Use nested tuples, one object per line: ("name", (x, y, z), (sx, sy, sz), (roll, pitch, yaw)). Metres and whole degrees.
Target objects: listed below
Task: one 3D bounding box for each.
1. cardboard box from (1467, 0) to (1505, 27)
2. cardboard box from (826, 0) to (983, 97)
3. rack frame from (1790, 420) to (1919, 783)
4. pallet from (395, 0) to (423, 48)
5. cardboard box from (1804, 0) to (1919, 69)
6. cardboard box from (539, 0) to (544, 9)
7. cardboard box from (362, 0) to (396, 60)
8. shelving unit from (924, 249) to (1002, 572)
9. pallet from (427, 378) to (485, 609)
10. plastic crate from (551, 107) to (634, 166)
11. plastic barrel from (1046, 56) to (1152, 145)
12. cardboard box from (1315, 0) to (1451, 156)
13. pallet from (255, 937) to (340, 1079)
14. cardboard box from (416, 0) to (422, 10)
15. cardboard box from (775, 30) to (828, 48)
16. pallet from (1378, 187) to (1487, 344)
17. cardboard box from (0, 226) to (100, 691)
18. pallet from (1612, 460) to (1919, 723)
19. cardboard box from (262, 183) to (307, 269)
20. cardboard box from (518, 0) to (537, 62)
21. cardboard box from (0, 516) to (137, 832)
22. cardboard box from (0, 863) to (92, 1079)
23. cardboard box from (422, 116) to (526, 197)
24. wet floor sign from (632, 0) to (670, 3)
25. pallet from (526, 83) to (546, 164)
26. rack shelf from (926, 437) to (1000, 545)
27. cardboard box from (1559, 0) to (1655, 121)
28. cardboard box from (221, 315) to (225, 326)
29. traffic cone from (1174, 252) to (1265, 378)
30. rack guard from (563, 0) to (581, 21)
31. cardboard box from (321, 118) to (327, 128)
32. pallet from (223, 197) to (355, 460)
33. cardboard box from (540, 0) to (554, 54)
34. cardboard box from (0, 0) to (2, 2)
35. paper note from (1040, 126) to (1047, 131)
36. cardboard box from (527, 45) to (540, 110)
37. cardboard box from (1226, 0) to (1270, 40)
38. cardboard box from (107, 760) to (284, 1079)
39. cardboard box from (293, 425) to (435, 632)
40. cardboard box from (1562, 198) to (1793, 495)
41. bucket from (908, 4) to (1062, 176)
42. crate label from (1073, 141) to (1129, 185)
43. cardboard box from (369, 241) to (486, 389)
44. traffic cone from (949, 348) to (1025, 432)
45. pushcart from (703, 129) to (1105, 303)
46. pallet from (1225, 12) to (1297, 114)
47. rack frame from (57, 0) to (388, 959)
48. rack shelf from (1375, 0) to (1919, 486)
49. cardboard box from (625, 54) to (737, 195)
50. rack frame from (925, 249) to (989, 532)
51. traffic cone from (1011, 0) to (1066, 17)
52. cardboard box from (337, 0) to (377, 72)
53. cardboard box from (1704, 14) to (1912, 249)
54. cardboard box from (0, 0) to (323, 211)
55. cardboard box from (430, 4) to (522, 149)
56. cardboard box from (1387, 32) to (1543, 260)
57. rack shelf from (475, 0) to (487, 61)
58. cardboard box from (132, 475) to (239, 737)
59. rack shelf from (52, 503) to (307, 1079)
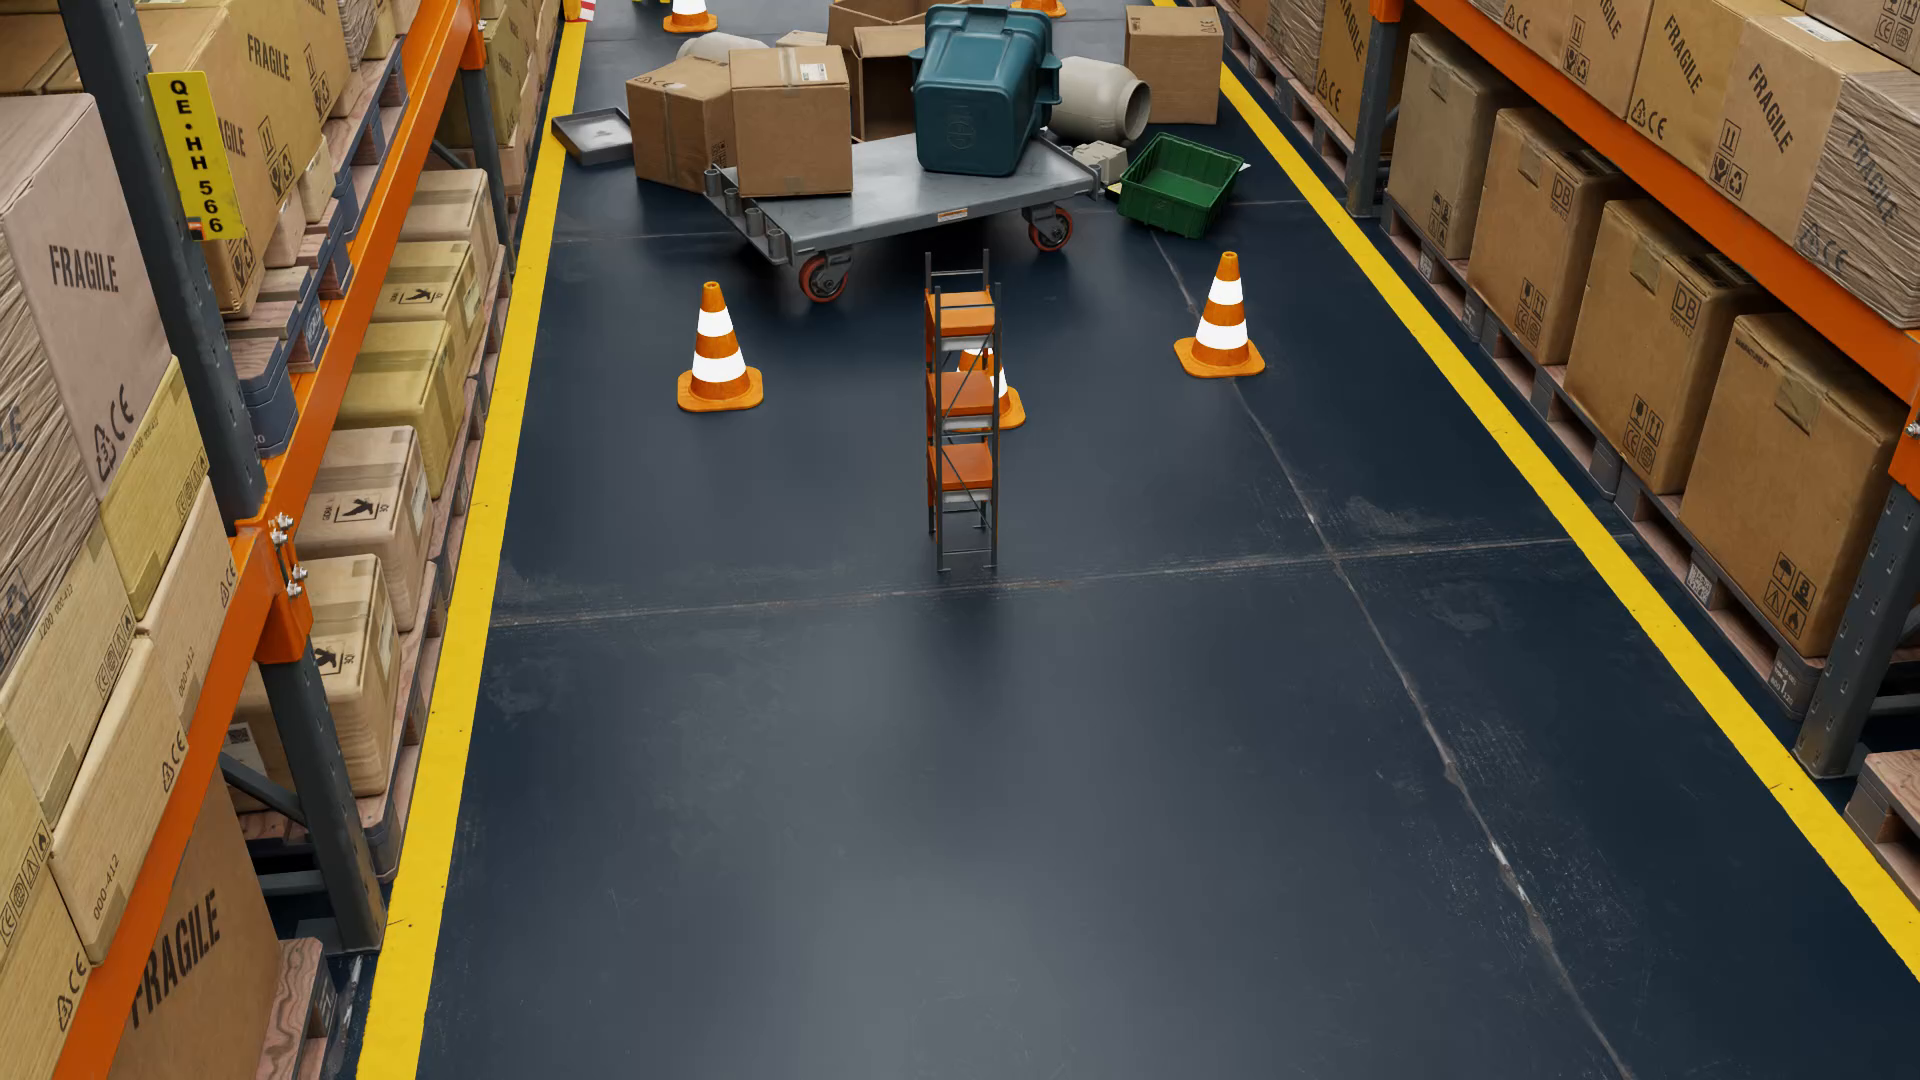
("cardboard box", (2.255, -2.299, 6.372), (0.500, 0.500, 0.500), (-4, 34, -6))
("cardboard box", (-0.302, -2.834, 9.462), (0.637, 0.503, 0.797), (27, 43, 34))
("rack frame", (2.920, -0.621, 3.998), (1.000, 3.000, 0.127), (-4, 35, -6))
("pallet", (-2.550, -1.906, 6.053), (1.003, 0.211, 1.213), (-4, 35, -6))
("cardboard box", (2.801, -1.609, 4.471), (0.700, 0.500, 0.500), (-5, 35, -7))
("cardboard box", (-2.607, -3.283, 9.307), (0.500, 0.500, 0.500), (-3, 34, -5))
("cardboard box", (-2.043, -1.655, 5.366), (0.380, 0.149, 0.250), (-4, 35, -6))
("shelving unit", (0.007, -0.404, 5.411), (0.215, 1.050, 0.252), (-4, 35, -6))
("pallet", (-2.235, -0.153, 5.788), (1.003, 0.211, 1.213), (-4, 35, -6))
("plastic crate", (-1.908, -2.154, 8.840), (0.402, 0.080, 0.583), (-16, 38, -23))
("plastic barrel", (0.710, -2.306, 8.758), (0.512, 0.421, 0.421), (20, 39, 26))
("cardboard box", (2.367, -2.505, 8.277), (0.875, 0.875, 0.875), (-4, 34, -6))
("pallet", (-1.940, 1.408, 3.497), (1.003, 0.211, 1.213), (-4, 35, -6))
("cardboard box", (-2.078, -1.936, 5.778), (0.380, 0.149, 0.250), (-5, 35, -7))
("cardboard box", (-0.869, -2.898, 9.871), (0.380, 0.149, 0.250), (13, 36, 18))
("pallet", (2.561, -1.276, 7.436), (1.003, 0.211, 1.213), (-4, 35, -6))
("cardboard box", (-1.565, -0.090, 2.242), (0.500, 0.500, 0.500), (-4, 34, -6))
("pallet", (2.889, 0.085, 5.438), (1.003, 0.211, 1.213), (-4, 35, -6))
("cardboard box", (-1.826, -0.772, 4.069), (0.380, 0.149, 0.250), (-7, 35, -9))
("cardboard box", (-2.473, -2.706, 8.461), (0.500, 0.500, 0.500), (-3, 34, -4))
("cardboard box", (-1.581, 0.202, 2.479), (0.500, 0.250, 0.500), (-5, 35, -8))
("cardboard box", (-1.510, 0.700, 2.192), (0.500, 0.250, 0.500), (-5, 35, -7))
("cardboard box", (-2.321, -1.809, 7.810), (0.500, 0.250, 0.500), (-6, 35, -9))
("wet floor sign", (-2.012, -3.869, 10.854), (0.267, 0.644, 0.232), (7, 35, 10))
("pallet", (-2.802, -2.324, 8.973), (1.003, 0.211, 1.213), (-4, 35, -6))
("rack shelf", (0.007, -0.166, 5.573), (0.215, 0.259, 0.240), (-4, 35, -6))
("cardboard box", (2.388, -1.737, 5.546), (0.500, 0.500, 0.500), (-4, 34, -6))
("cardboard box", (-1.831, -0.455, 3.605), (0.380, 0.149, 0.250), (-6, 35, -9))
("traffic cone", (1.067, -0.943, 6.722), (0.336, 0.463, 0.334), (-4, 35, -6))
("rack guard", (-3.037, -3.579, 10.558), (1.175, 0.500, 0.348), (-4, 35, -6))
("cardboard box", (-2.029, -1.210, 4.712), (0.380, 0.149, 0.250), (-3, 34, -4))
("pallet", (-2.172, -0.501, 3.991), (1.213, 0.211, 1.003), (-4, 35, -6))
("cardboard box", (-2.610, -2.971, 9.515), (0.500, 0.250, 0.500), (-4, 35, -6))
("cardboard box", (-2.388, -1.048, 3.899), (0.500, 0.500, 0.500), (-5, 35, -7))
("paper note", (0.387, -2.243, 9.021), (0.172, 0.023, 0.155), (7, 35, 10))
("cardboard box", (-2.478, -2.402, 8.680), (0.500, 0.250, 0.500), (-5, 35, -7))
("cardboard box", (2.122, -3.517, 9.761), (0.875, 0.875, 0.875), (-5, 35, -7))
("cardboard box", (-1.960, 0.906, 3.271), (0.875, 0.875, 0.875), (-5, 35, -7))
("cardboard box", (-2.144, -0.005, 5.054), (0.950, 0.372, 0.625), (-5, 35, -7))
("cardboard box", (2.807, -0.700, 5.738), (1.050, 0.750, 0.750), (-4, 34, -6))
("bucket", (0.080, -2.030, 7.623), (0.726, 0.611, 0.620), (7, 45, 10))
("crate label", (0.705, -1.922, 8.449), (0.250, 0.136, 0.298), (27, 43, 34))
("cardboard box", (-2.336, -0.817, 6.245), (0.950, 0.372, 0.625), (-2, 34, -3))
("traffic cone", (0.075, -0.702, 6.369), (0.336, 0.463, 0.334), (-4, 35, -6))
("pushcart", (-0.256, -1.539, 7.674), (1.648, 0.377, 0.936), (-16, 38, -23))
("pallet", (2.190, -2.814, 9.692), (1.003, 0.211, 1.213), (-4, 35, -6))
("rack frame", (-1.971, -0.190, 3.365), (1.000, 3.000, 0.127), (-4, 35, -6))
("rack shelf", (2.651, -1.440, 5.839), (1.077, 0.370, 4.000), (-4, 35, -6))
("cardboard box", (-1.305, -2.091, 8.373), (0.500, 0.500, 0.500), (20, 39, 26))
("rack frame", (-0.009, -0.472, 5.510), (0.200, 1.050, 0.008), (-4, 35, -6))
("traffic cone", (0.509, -3.634, 10.671), (0.336, 0.463, 0.334), (-4, 35, -6))
("cardboard box", (-2.017, -1.662, 4.800), (0.500, 0.500, 0.500), (-6, 35, -8))
("cardboard box", (2.528, -1.172, 4.718), (0.500, 0.500, 0.500), (-4, 35, -6))
("cardboard box", (-1.879, -1.087, 3.955), (0.500, 0.500, 0.500), (-3, 34, -4))
("cardboard box", (-2.321, -2.119, 7.599), (0.500, 0.500, 0.500), (-3, 34, -4))
("cardboard box", (2.555, -1.758, 7.291), (1.050, 0.750, 0.750), (-5, 35, -7))
("rack shelf", (-2.778, -3.241, 8.481), (1.077, 0.370, 4.000), (-4, 35, -6))
("cardboard box", (-1.646, 0.134, 3.022), (0.500, 0.250, 0.500), (-6, 35, -8))
("rack shelf", (-1.702, 1.223, 1.930), (1.077, 0.370, 4.000), (-4, 35, -6))
